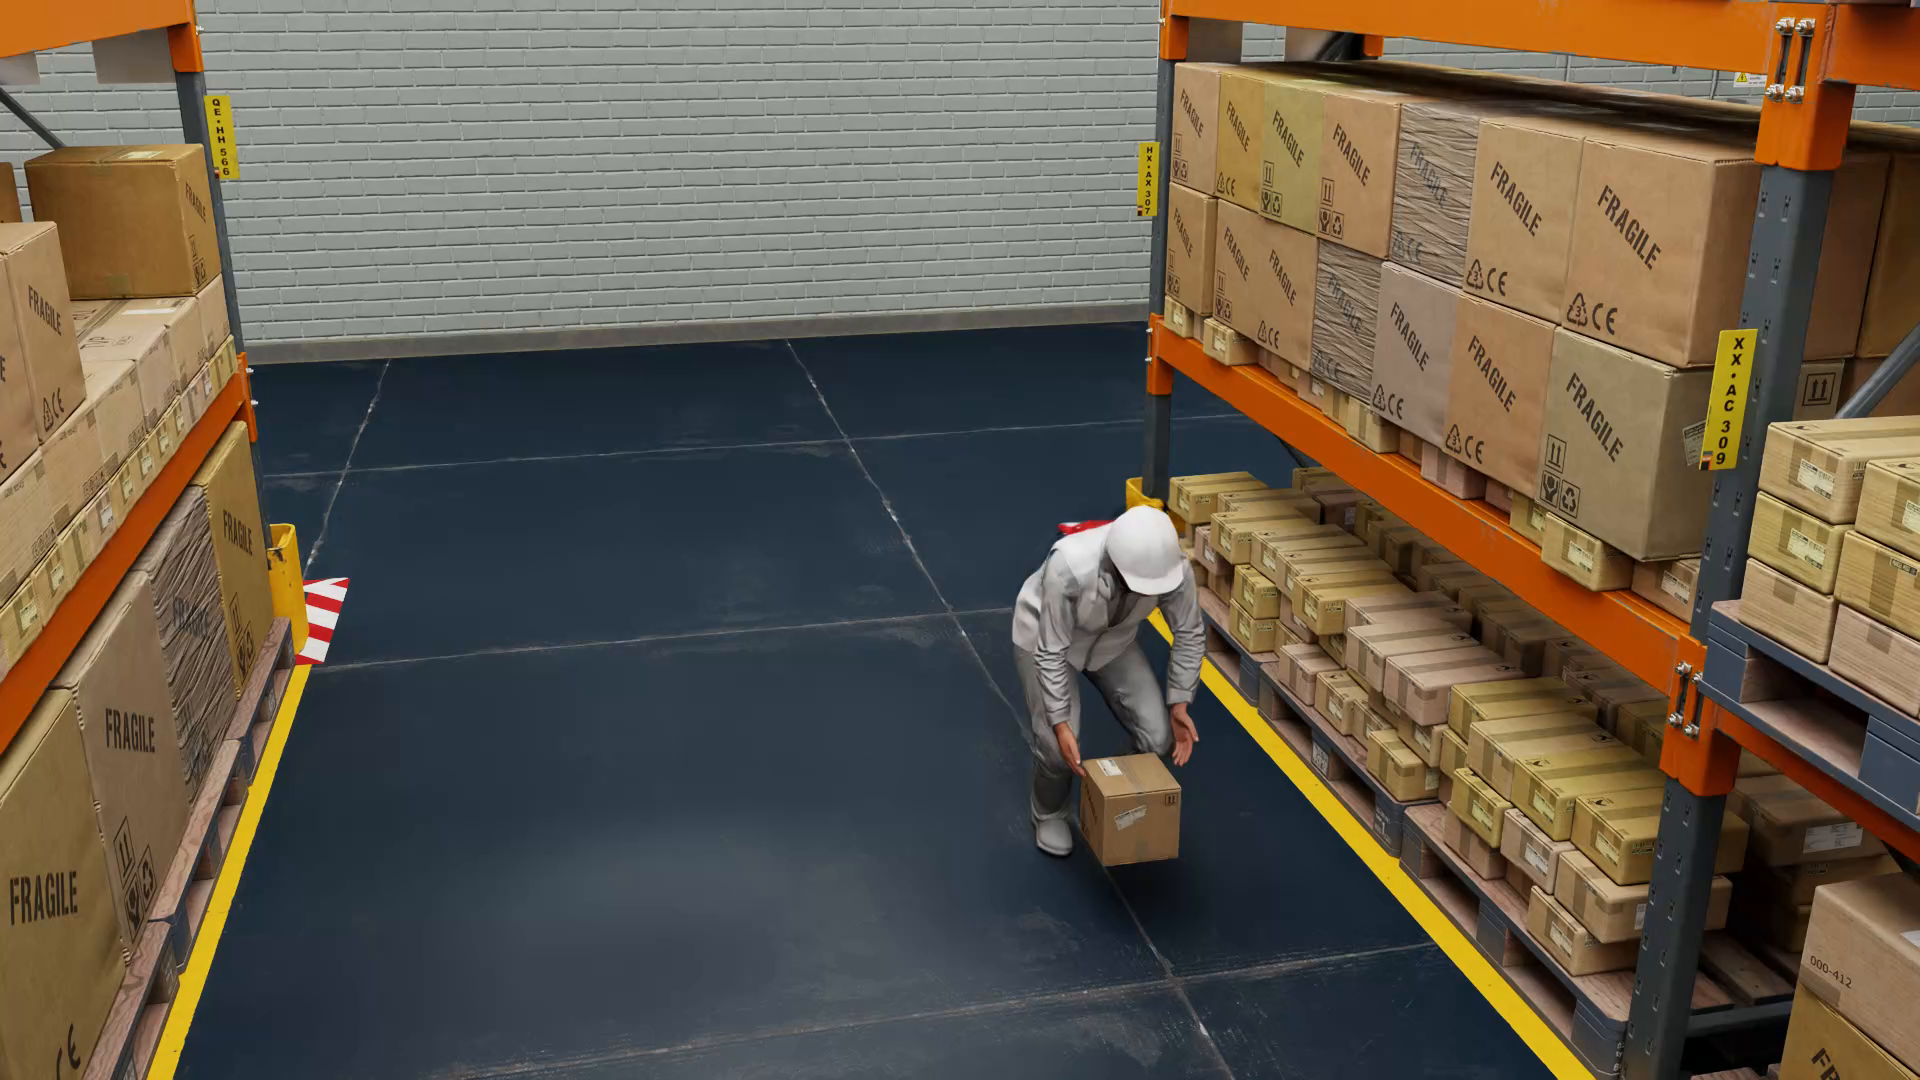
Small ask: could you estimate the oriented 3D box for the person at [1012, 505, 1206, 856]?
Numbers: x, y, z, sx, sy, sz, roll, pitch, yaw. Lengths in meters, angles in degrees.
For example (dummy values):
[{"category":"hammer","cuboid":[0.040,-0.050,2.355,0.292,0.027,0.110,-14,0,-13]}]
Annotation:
[{"category":"person","cuboid":[0.493,0.421,5.548,0.586,1.304,0.820,-4,20,-12]}]
